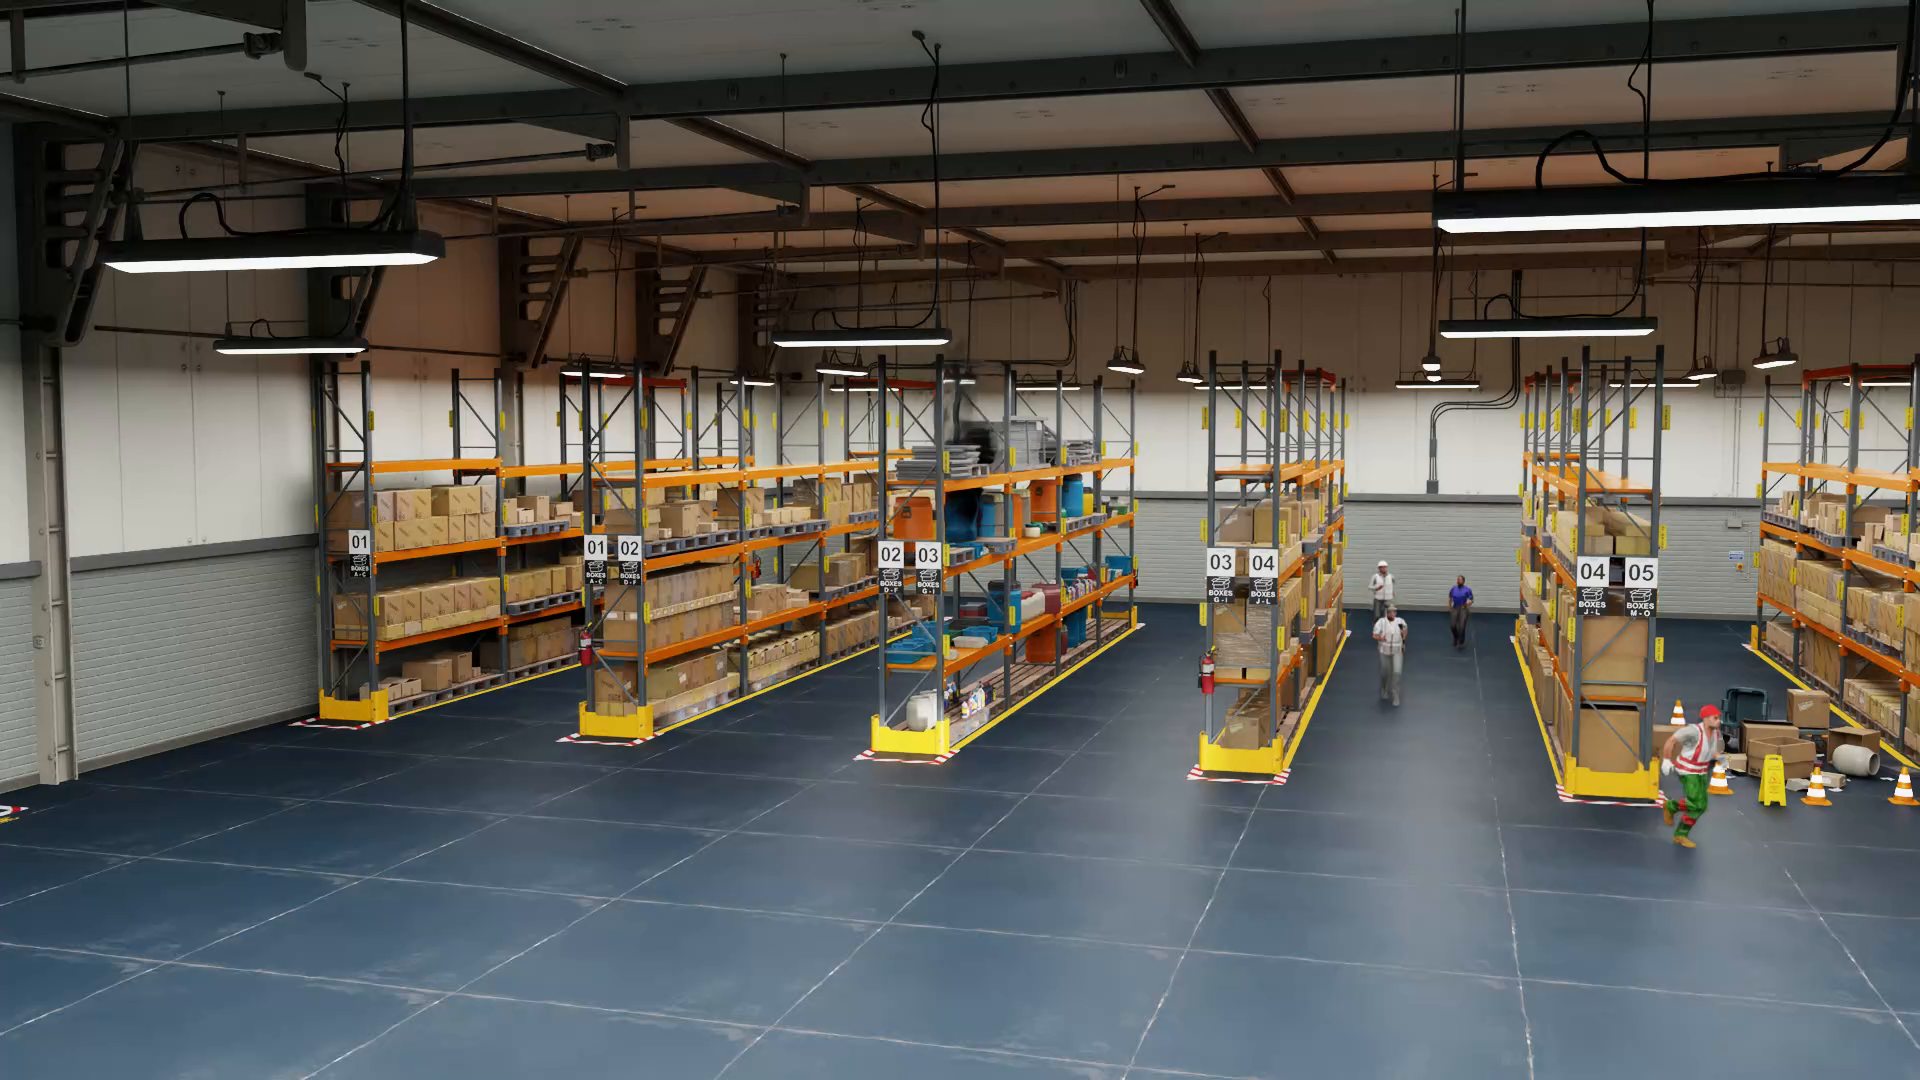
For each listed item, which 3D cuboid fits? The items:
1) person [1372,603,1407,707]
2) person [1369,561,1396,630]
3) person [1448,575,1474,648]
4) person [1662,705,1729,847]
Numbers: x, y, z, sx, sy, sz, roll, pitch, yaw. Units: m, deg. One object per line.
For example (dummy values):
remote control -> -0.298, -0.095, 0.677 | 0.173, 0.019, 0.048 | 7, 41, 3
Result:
person -> 7.639, 2.020, 29.555 | 0.617, 1.835, 0.882 | 1, 4, 11
person -> 9.774, 1.357, 38.442 | 0.662, 1.750, 0.961 | 0, 4, 6
person -> 10.982, 1.584, 36.530 | 0.590, 1.620, 0.592 | 2, 5, 27
person -> 8.656, 2.764, 19.591 | 0.652, 1.707, 0.747 | -3, 5, -33
